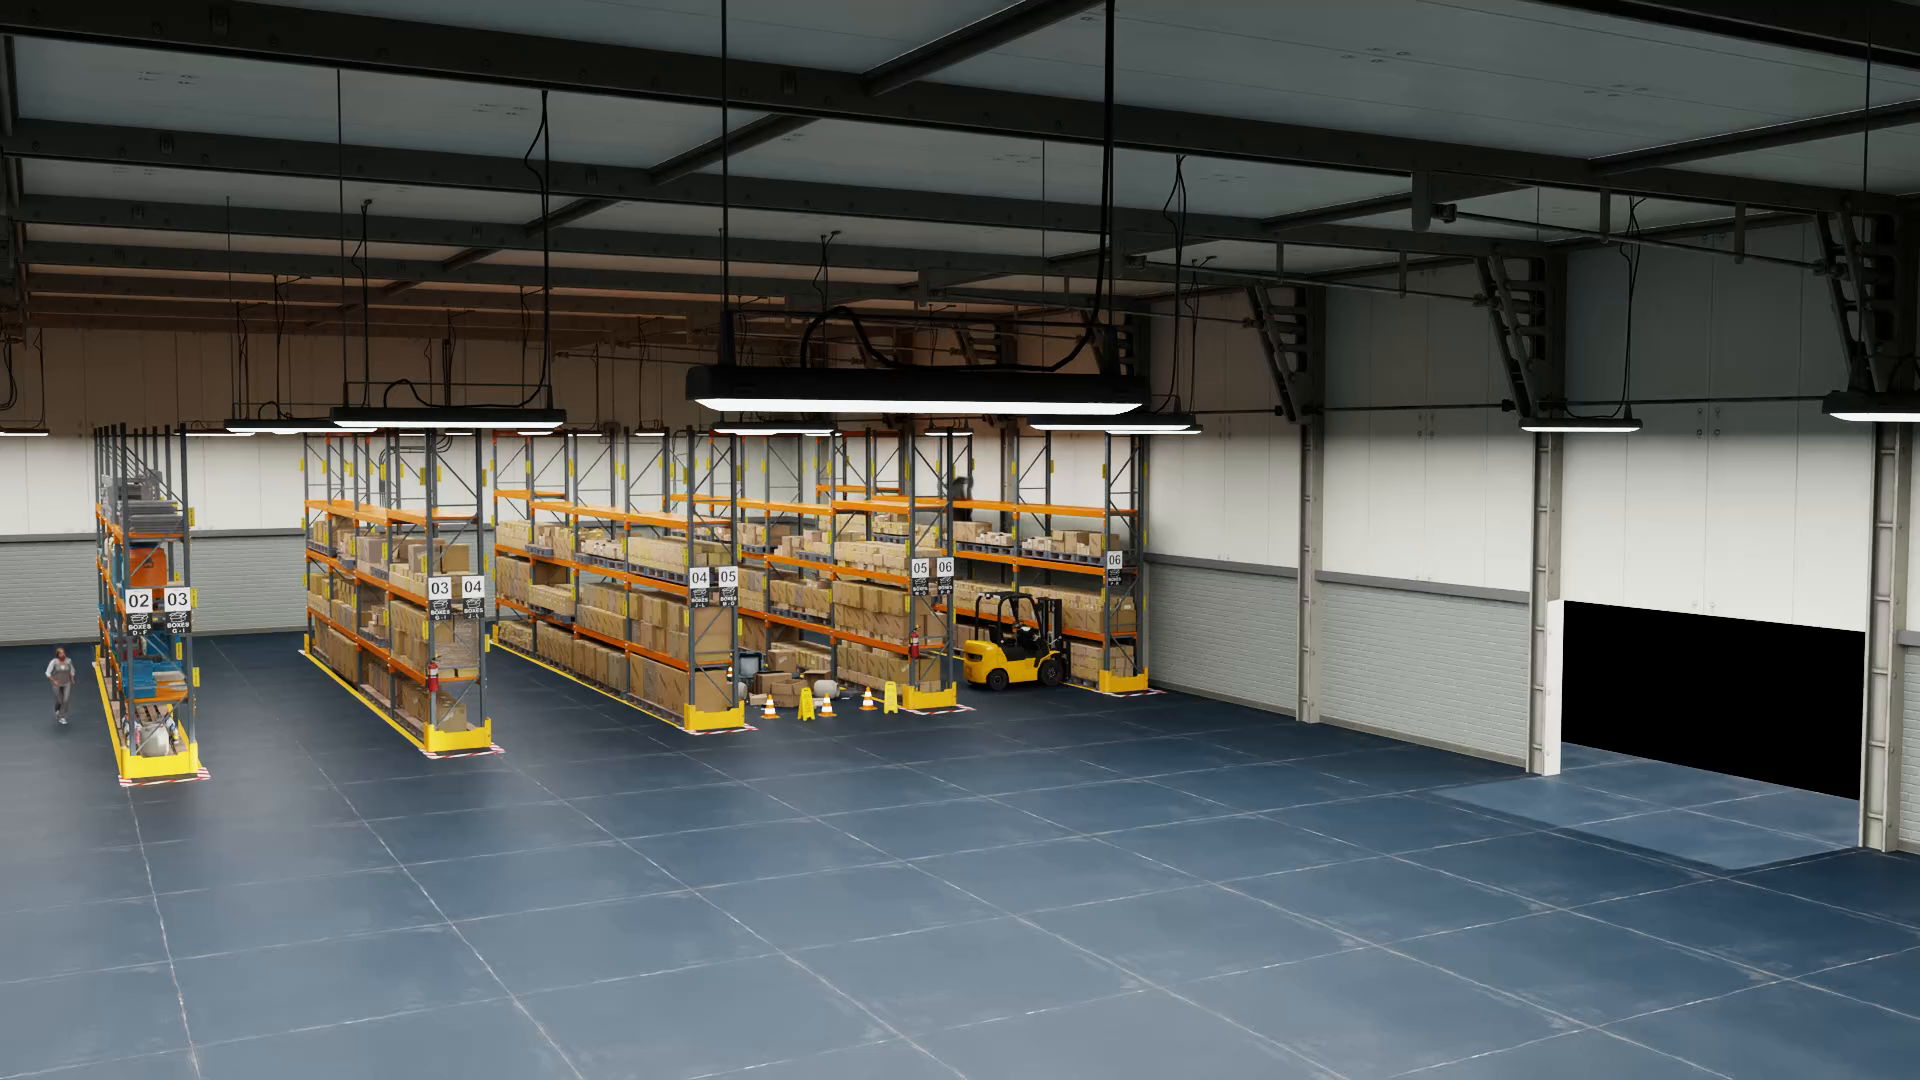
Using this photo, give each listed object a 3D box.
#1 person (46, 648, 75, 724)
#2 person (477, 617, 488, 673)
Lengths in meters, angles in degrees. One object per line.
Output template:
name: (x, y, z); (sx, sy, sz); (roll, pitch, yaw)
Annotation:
person: (-18.163, 2.929, 33.586); (0.538, 1.544, 0.612); (-3, 4, -36)
person: (-11.893, 2.519, 40.765); (0.568, 1.551, 0.960); (-3, 5, -42)
